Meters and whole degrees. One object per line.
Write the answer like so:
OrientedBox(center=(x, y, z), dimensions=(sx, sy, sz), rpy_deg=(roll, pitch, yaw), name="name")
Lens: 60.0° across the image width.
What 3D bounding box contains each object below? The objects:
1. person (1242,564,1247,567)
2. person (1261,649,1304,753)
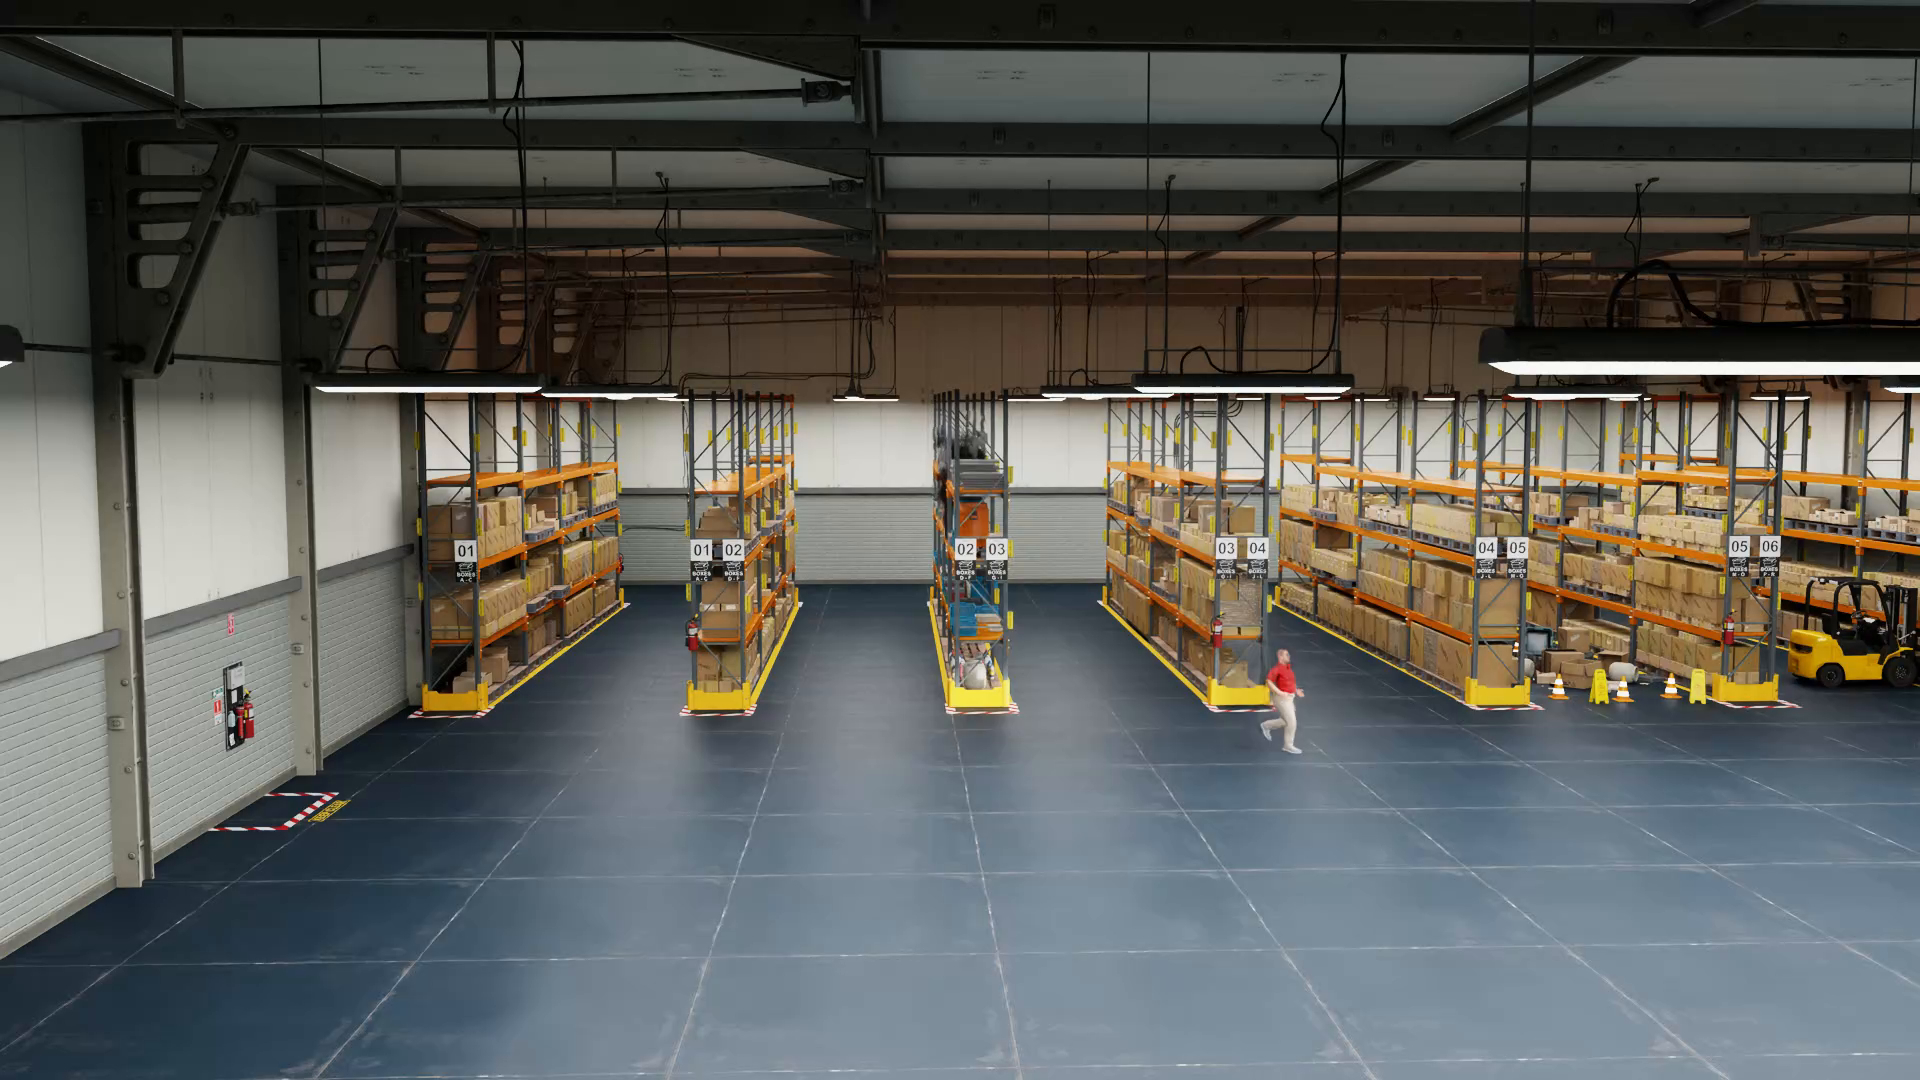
OrientedBox(center=(7.885, 1.085, 46.272), dimensions=(0.610, 1.820, 0.856), rpy_deg=(0, 5, 0), name="person")
OrientedBox(center=(5.300, 2.651, 27.492), dimensions=(0.753, 1.707, 0.663), rpy_deg=(3, 5, 30), name="person")
